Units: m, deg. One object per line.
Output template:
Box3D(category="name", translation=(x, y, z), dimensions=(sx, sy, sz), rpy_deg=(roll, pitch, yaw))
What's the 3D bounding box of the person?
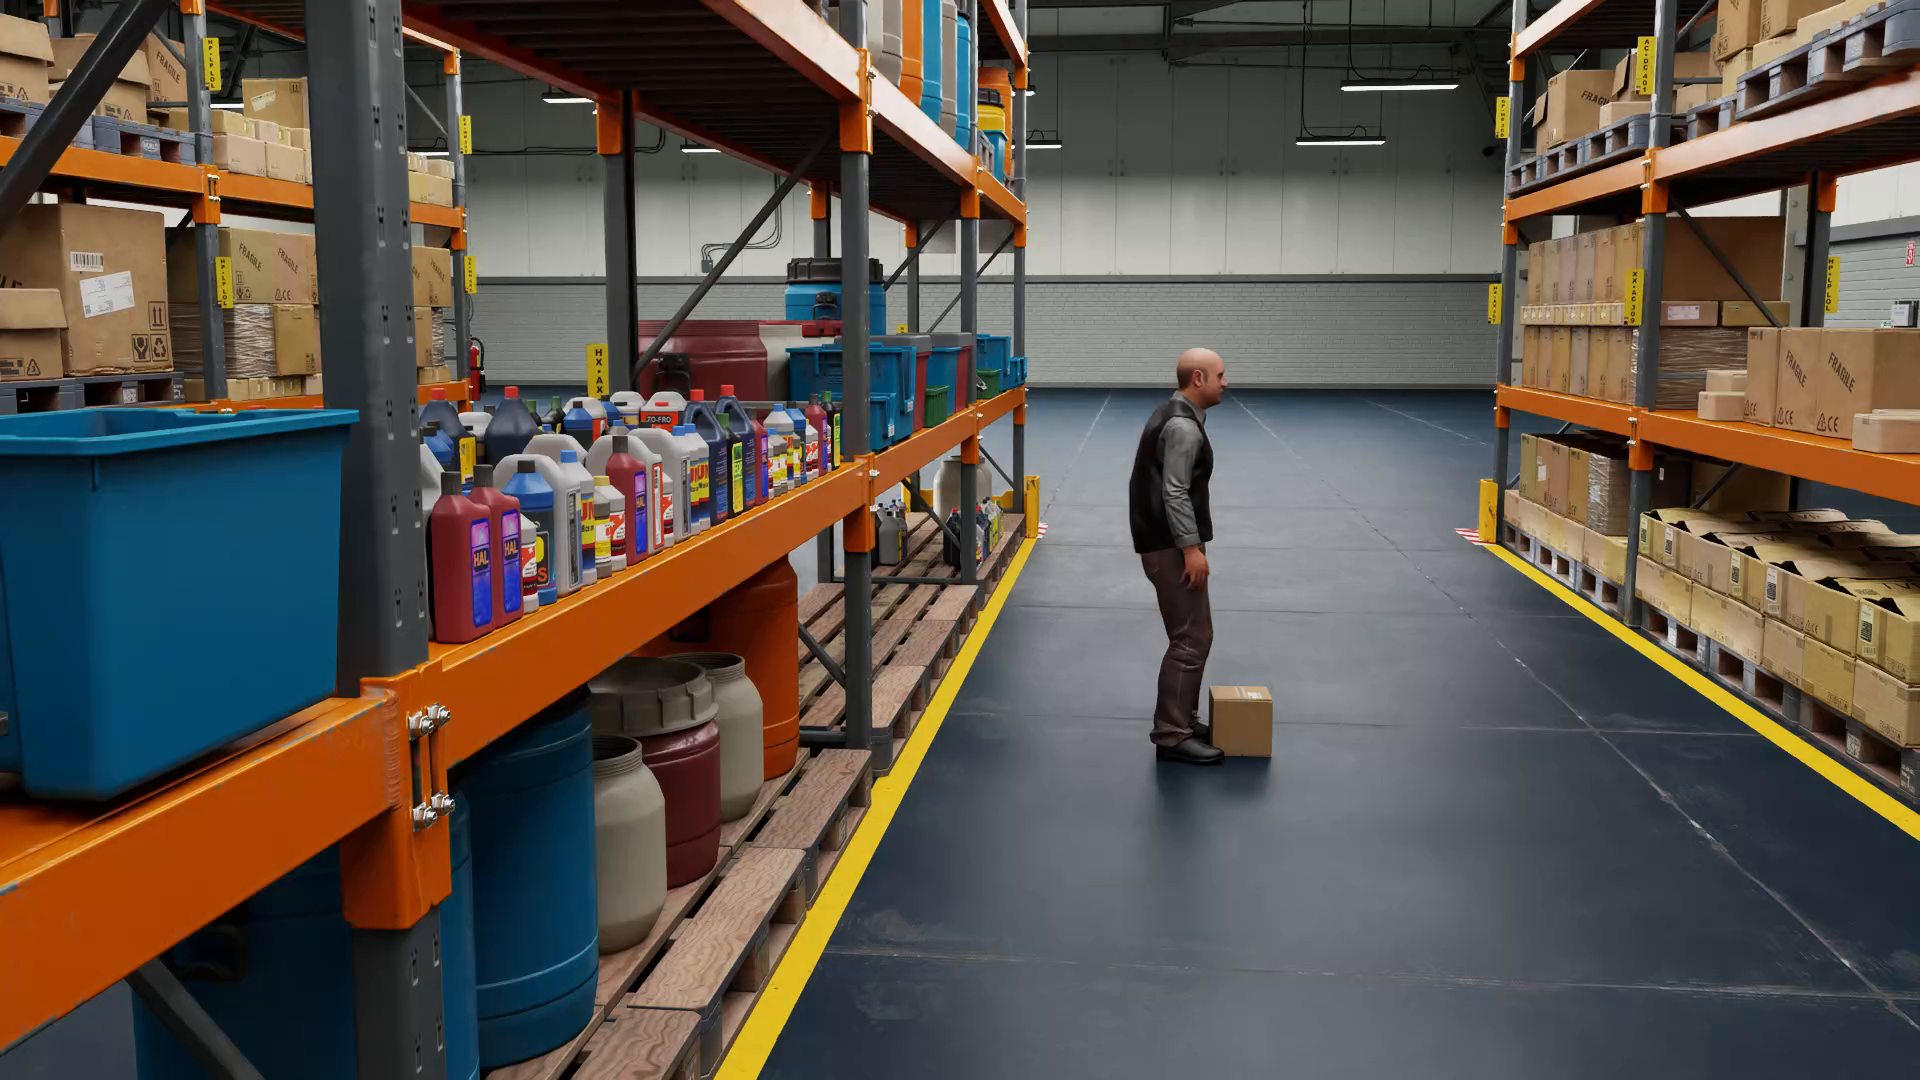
Box3D(category="person", translation=(0.948, 0.048, 7.075), dimensions=(0.460, 1.721, 0.580), rpy_deg=(1, 8, 7))
